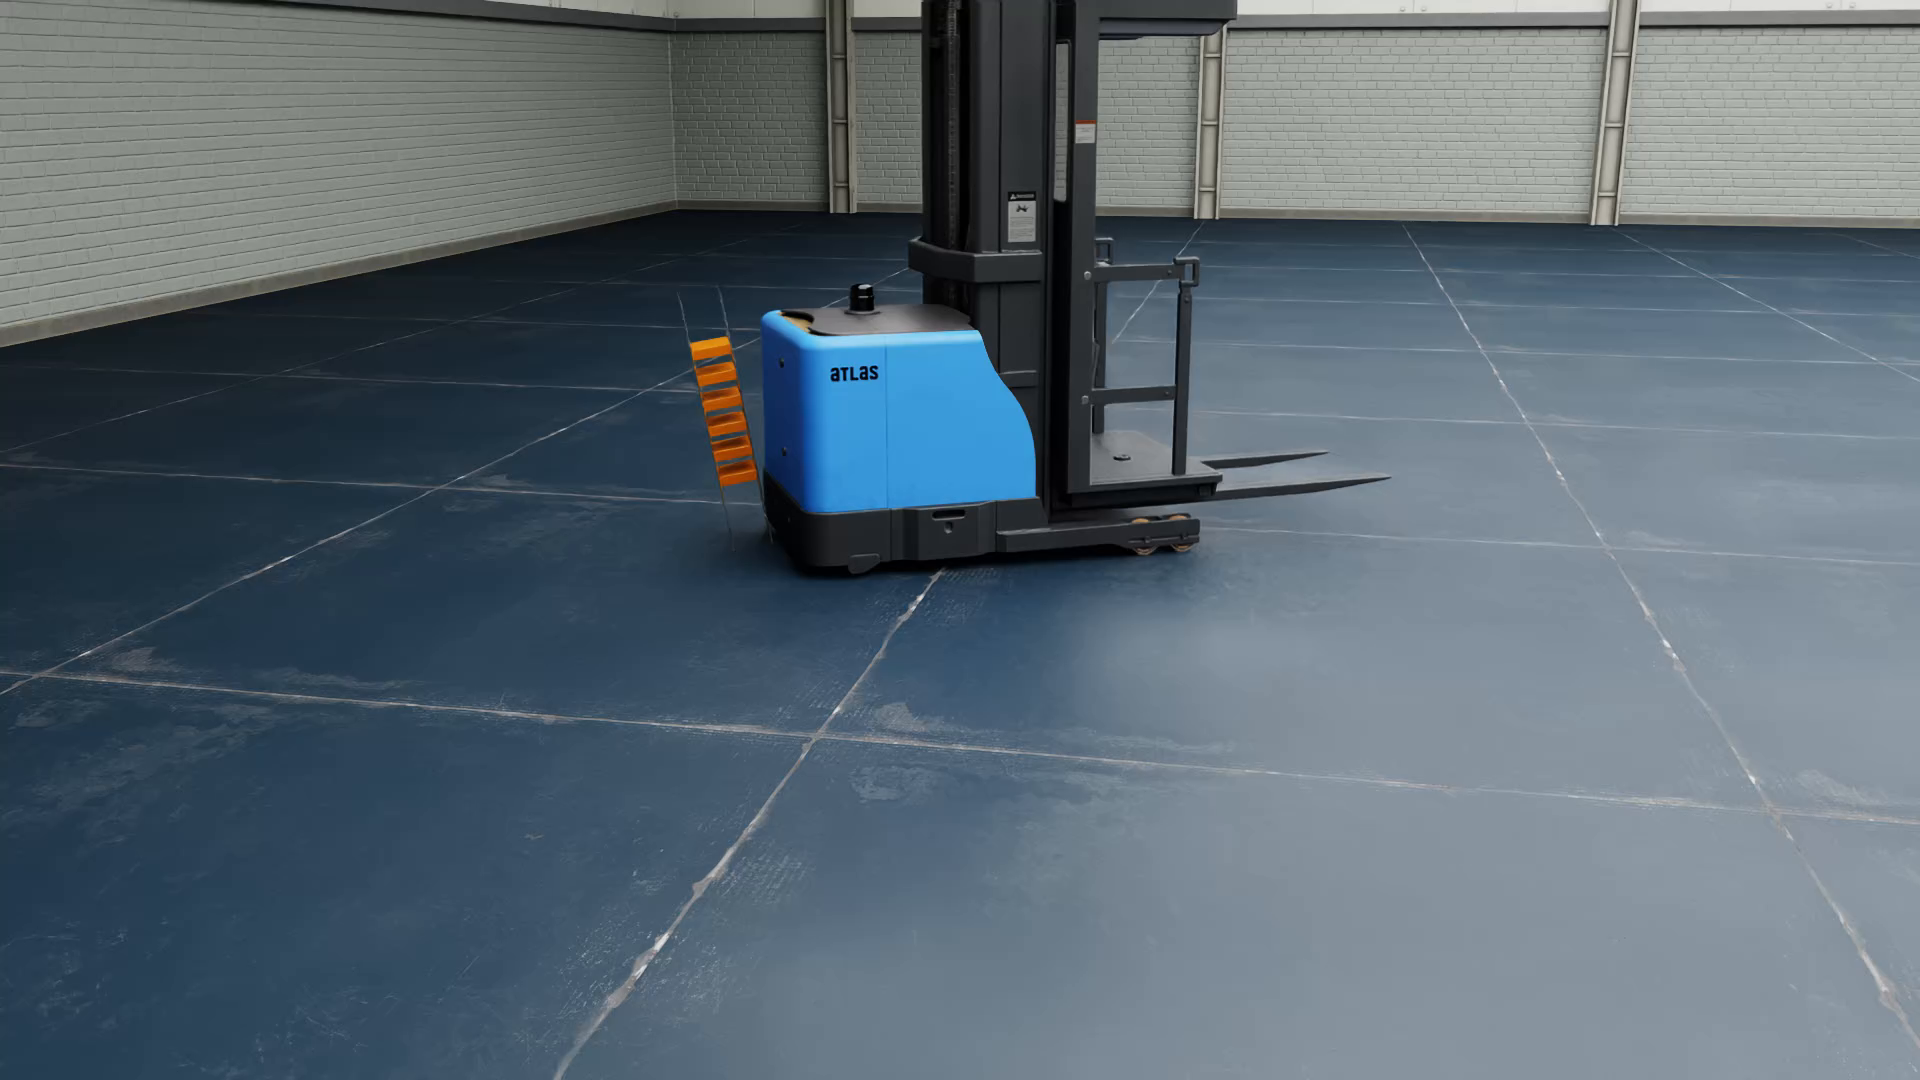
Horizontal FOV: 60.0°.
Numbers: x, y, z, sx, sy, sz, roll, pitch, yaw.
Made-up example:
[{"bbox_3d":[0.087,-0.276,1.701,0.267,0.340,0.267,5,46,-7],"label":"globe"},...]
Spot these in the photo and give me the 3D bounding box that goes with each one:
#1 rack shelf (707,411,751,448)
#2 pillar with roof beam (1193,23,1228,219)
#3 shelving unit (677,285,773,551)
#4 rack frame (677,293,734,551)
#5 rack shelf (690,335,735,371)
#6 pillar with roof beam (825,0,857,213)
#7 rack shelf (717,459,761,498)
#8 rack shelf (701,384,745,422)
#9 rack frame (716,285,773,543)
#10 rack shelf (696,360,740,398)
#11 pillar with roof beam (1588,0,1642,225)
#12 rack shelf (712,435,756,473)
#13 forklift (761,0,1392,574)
[{"bbox_3d":[-1.085,-0.521,7.761,0.180,0.103,0.258,-12,17,-8],"label":"rack shelf"},{"bbox_3d":[3.081,-8.351,21.283,0.400,9.000,9.100,3,16,11],"label":"pillar with roof beam"},{"bbox_3d":[-1.093,-0.563,7.748,0.189,1.200,0.258,-12,17,-8],"label":"shelving unit"},{"bbox_3d":[-1.181,-0.544,7.735,0.006,1.200,0.240,-12,17,-8],"label":"rack frame"},{"bbox_3d":[-1.144,-0.860,7.655,0.180,0.103,0.258,-12,17,-8],"label":"rack shelf"},{"bbox_3d":[-2.799,-8.670,22.435,0.400,9.000,9.100,3,16,11],"label":"pillar with roof beam"},{"bbox_3d":[-1.046,-0.295,7.832,0.180,0.103,0.258,-12,17,-8],"label":"rack shelf"},{"bbox_3d":[-1.105,-0.634,7.726,0.180,0.103,0.258,-12,17,-8],"label":"rack shelf"},{"bbox_3d":[-1.004,-0.582,7.761,0.006,1.200,0.240,-12,17,-8],"label":"rack frame"},{"bbox_3d":[-1.124,-0.747,7.690,0.180,0.103,0.258,-12,17,-8],"label":"rack shelf"},{"bbox_3d":[8.960,-8.032,20.131,0.400,9.000,9.100,3,16,11],"label":"pillar with roof beam"},{"bbox_3d":[-1.066,-0.408,7.797,0.180,0.103,0.258,-12,17,-8],"label":"rack shelf"},{"bbox_3d":[0.615,-1.474,7.823,3.031,2.935,1.130,-5,16,-17],"label":"forklift"}]
